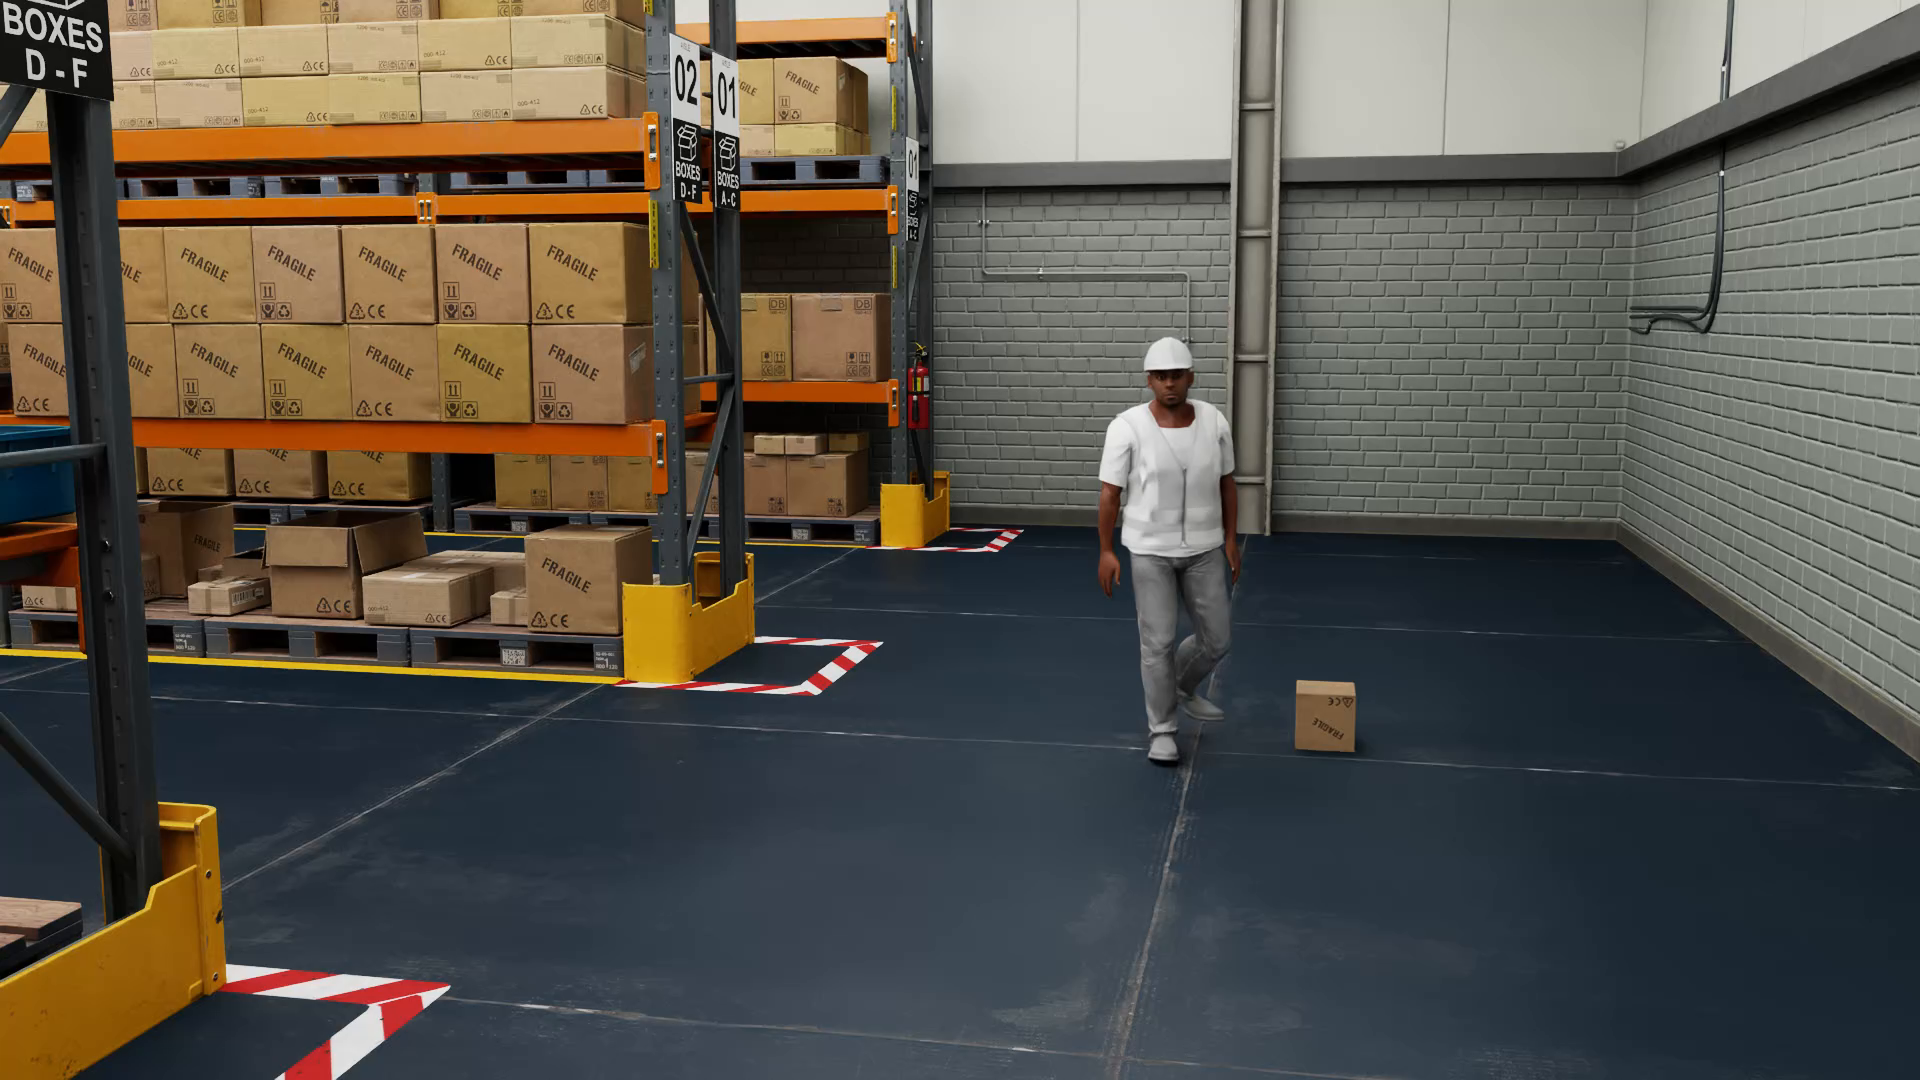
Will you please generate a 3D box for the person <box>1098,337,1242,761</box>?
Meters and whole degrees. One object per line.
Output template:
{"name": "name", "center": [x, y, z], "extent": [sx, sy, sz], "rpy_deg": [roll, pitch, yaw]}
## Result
{"name": "person", "center": [0.875, 0.034, 6.974], "extent": [0.624, 1.762, 0.572], "rpy_deg": [-1, 8, -10]}
